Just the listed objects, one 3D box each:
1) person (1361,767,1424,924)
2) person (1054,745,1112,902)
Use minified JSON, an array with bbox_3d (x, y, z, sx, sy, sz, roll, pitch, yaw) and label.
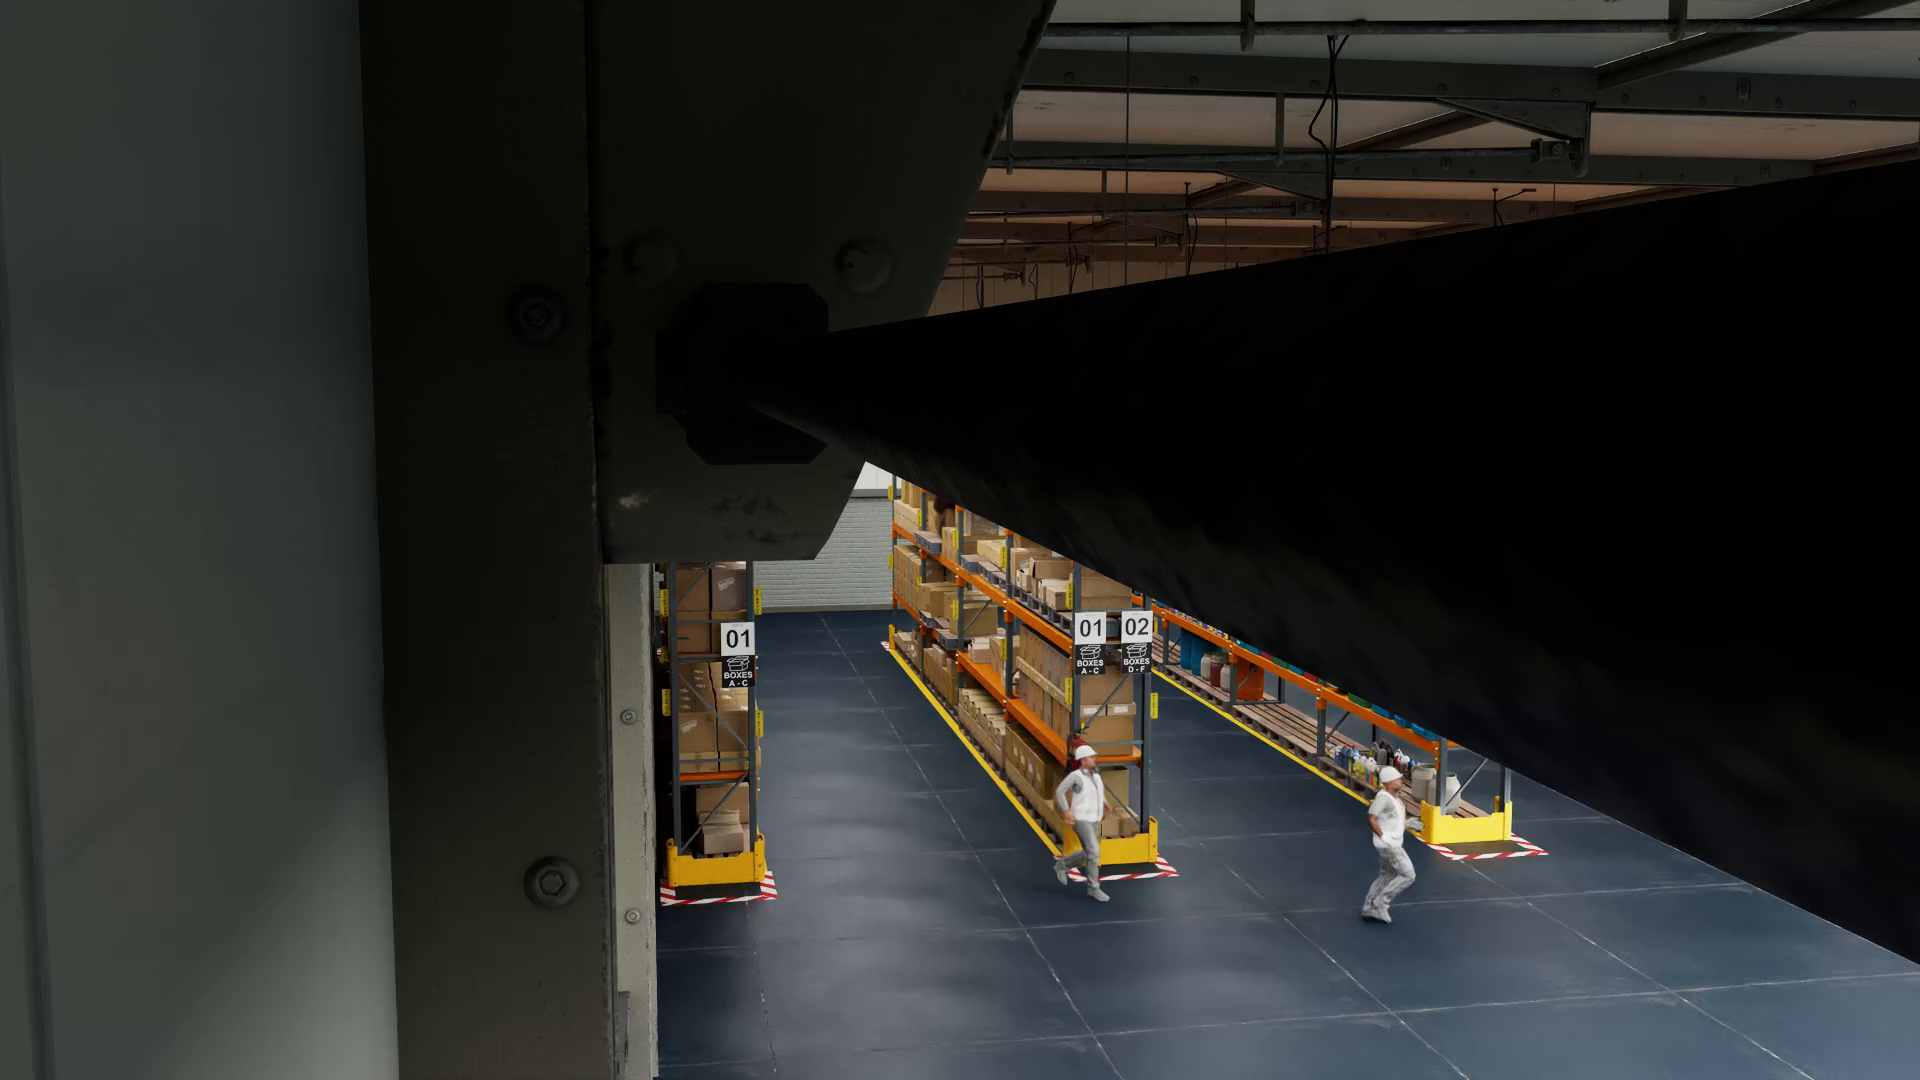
[{"bbox_3d":[4.881,3.430,18.730,0.657,1.761,0.656,2,6,15],"label":"person"},{"bbox_3d":[1.517,3.329,19.791,0.828,1.757,0.690,5,8,38],"label":"person"}]
